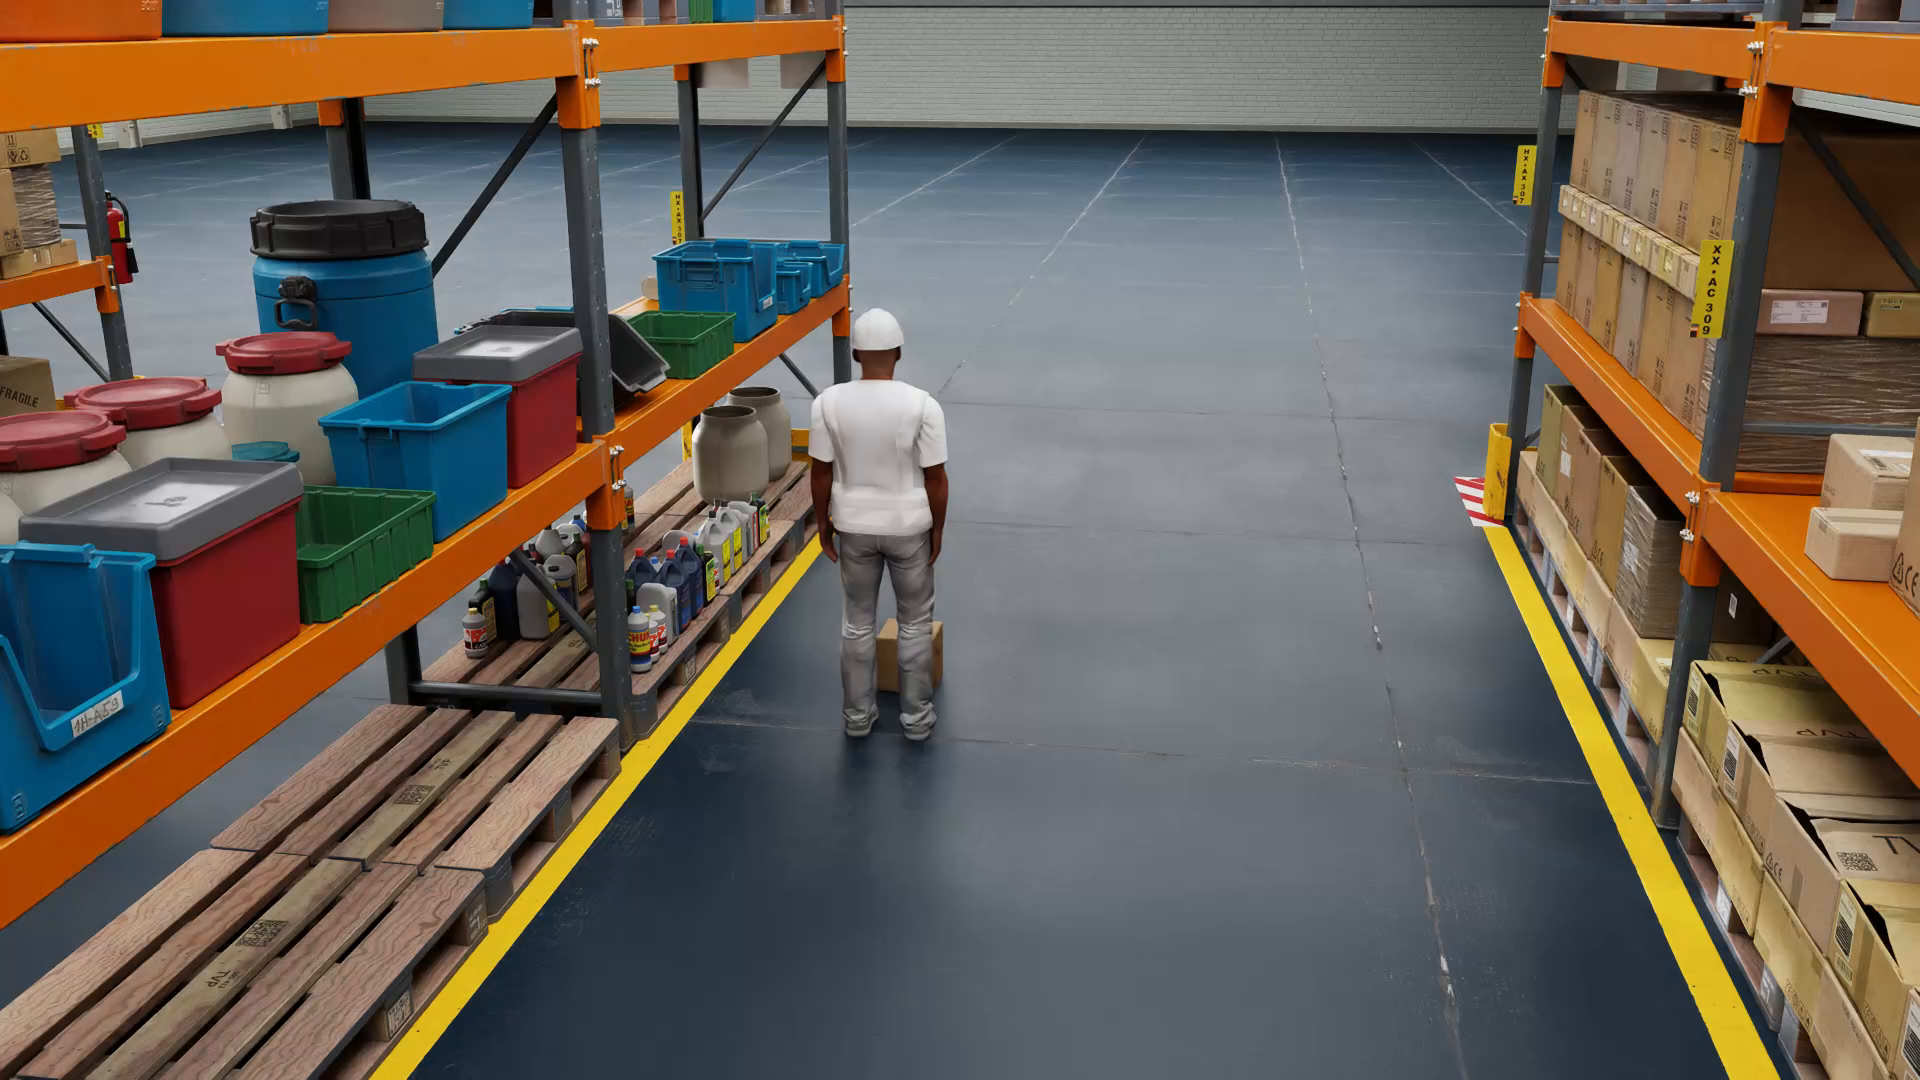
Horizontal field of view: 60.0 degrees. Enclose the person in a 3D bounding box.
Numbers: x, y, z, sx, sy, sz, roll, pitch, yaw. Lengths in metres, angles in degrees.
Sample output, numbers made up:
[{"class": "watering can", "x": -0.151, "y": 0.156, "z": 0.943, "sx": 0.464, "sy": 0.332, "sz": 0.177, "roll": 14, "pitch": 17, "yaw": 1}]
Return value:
[{"class": "person", "x": -0.317, "y": -0.055, "z": 6.691, "sx": 0.562, "sy": 1.760, "sz": 0.359, "roll": 3, "pitch": 18, "yaw": 10}]
